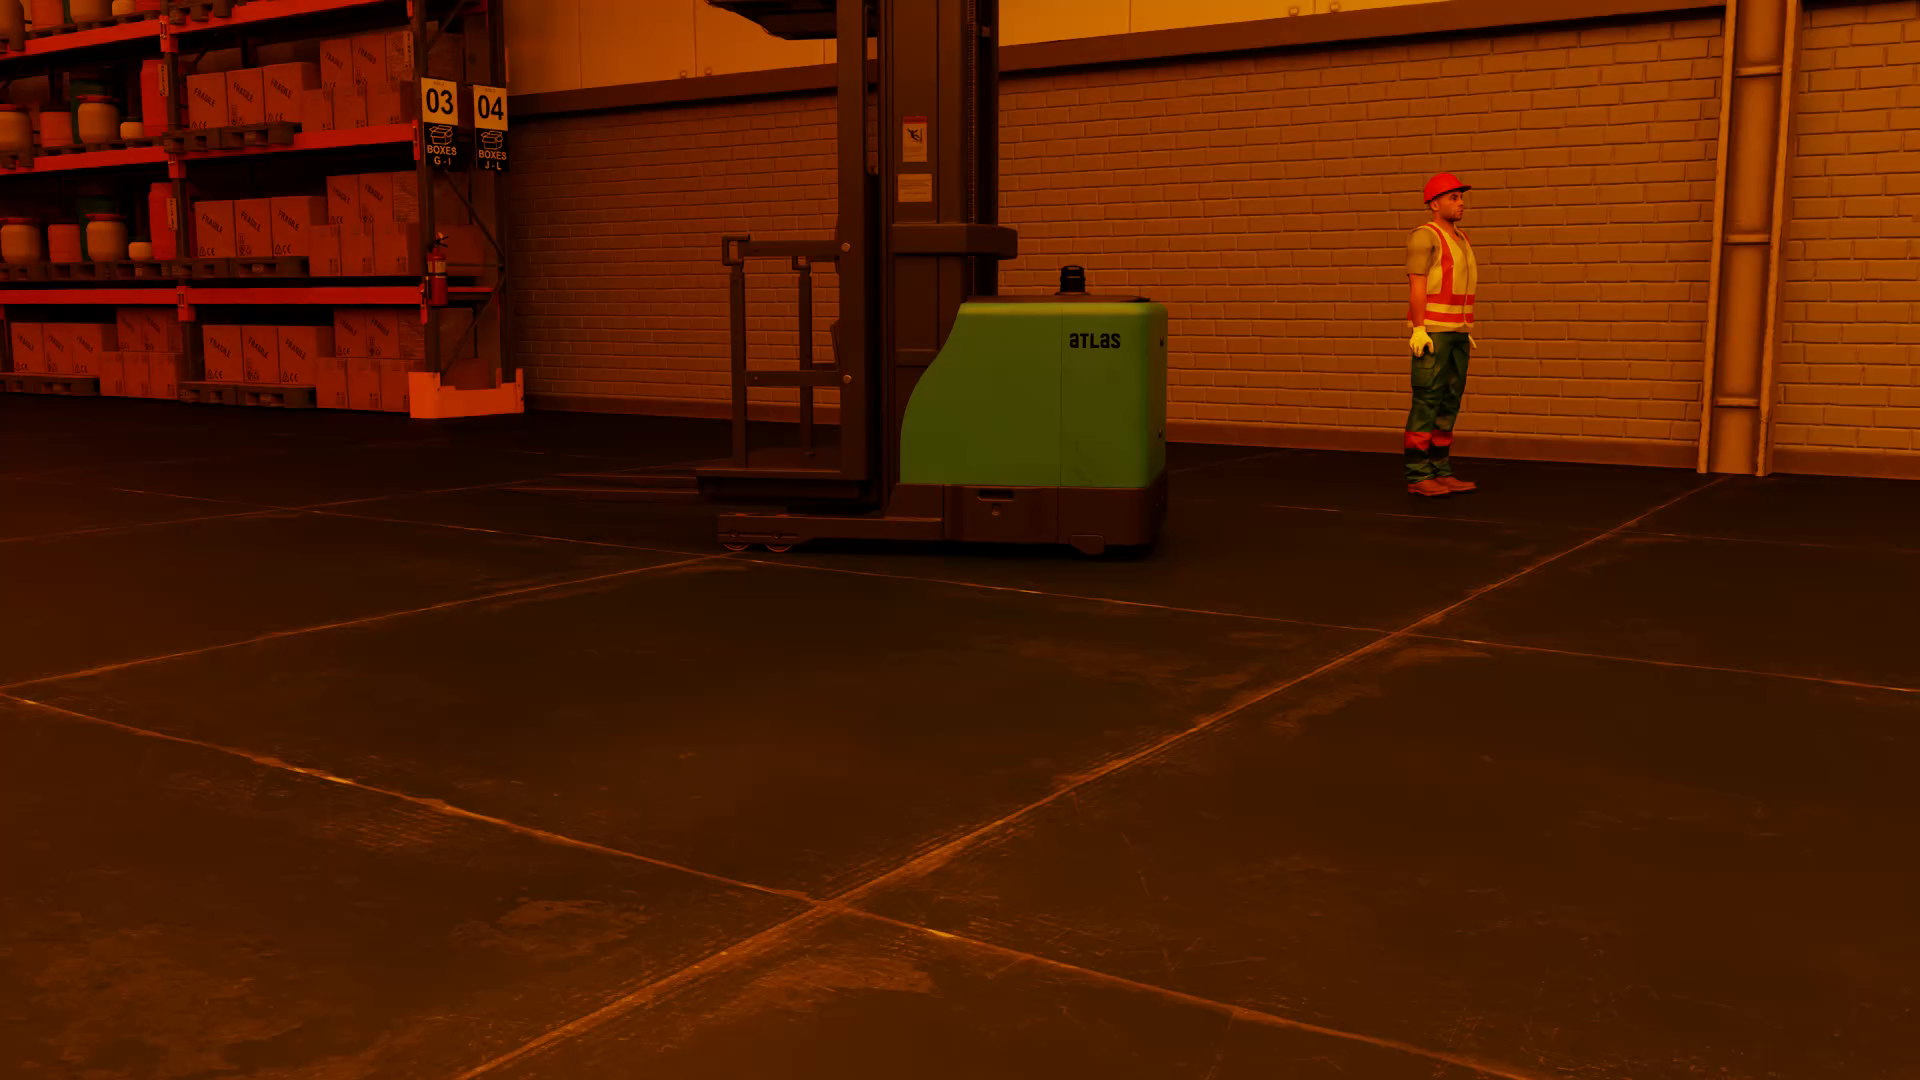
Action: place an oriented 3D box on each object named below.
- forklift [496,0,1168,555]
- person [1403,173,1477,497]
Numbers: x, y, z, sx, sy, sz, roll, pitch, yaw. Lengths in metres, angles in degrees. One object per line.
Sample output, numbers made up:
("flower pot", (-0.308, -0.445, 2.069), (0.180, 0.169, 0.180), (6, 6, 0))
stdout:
("forklift", (-0.596, -1.469, 7.520), (3.031, 2.935, 1.130), (2, 8, 12))
("person", (2.735, -1.157, 9.382), (0.525, 1.795, 0.368), (-8, 11, -44))
